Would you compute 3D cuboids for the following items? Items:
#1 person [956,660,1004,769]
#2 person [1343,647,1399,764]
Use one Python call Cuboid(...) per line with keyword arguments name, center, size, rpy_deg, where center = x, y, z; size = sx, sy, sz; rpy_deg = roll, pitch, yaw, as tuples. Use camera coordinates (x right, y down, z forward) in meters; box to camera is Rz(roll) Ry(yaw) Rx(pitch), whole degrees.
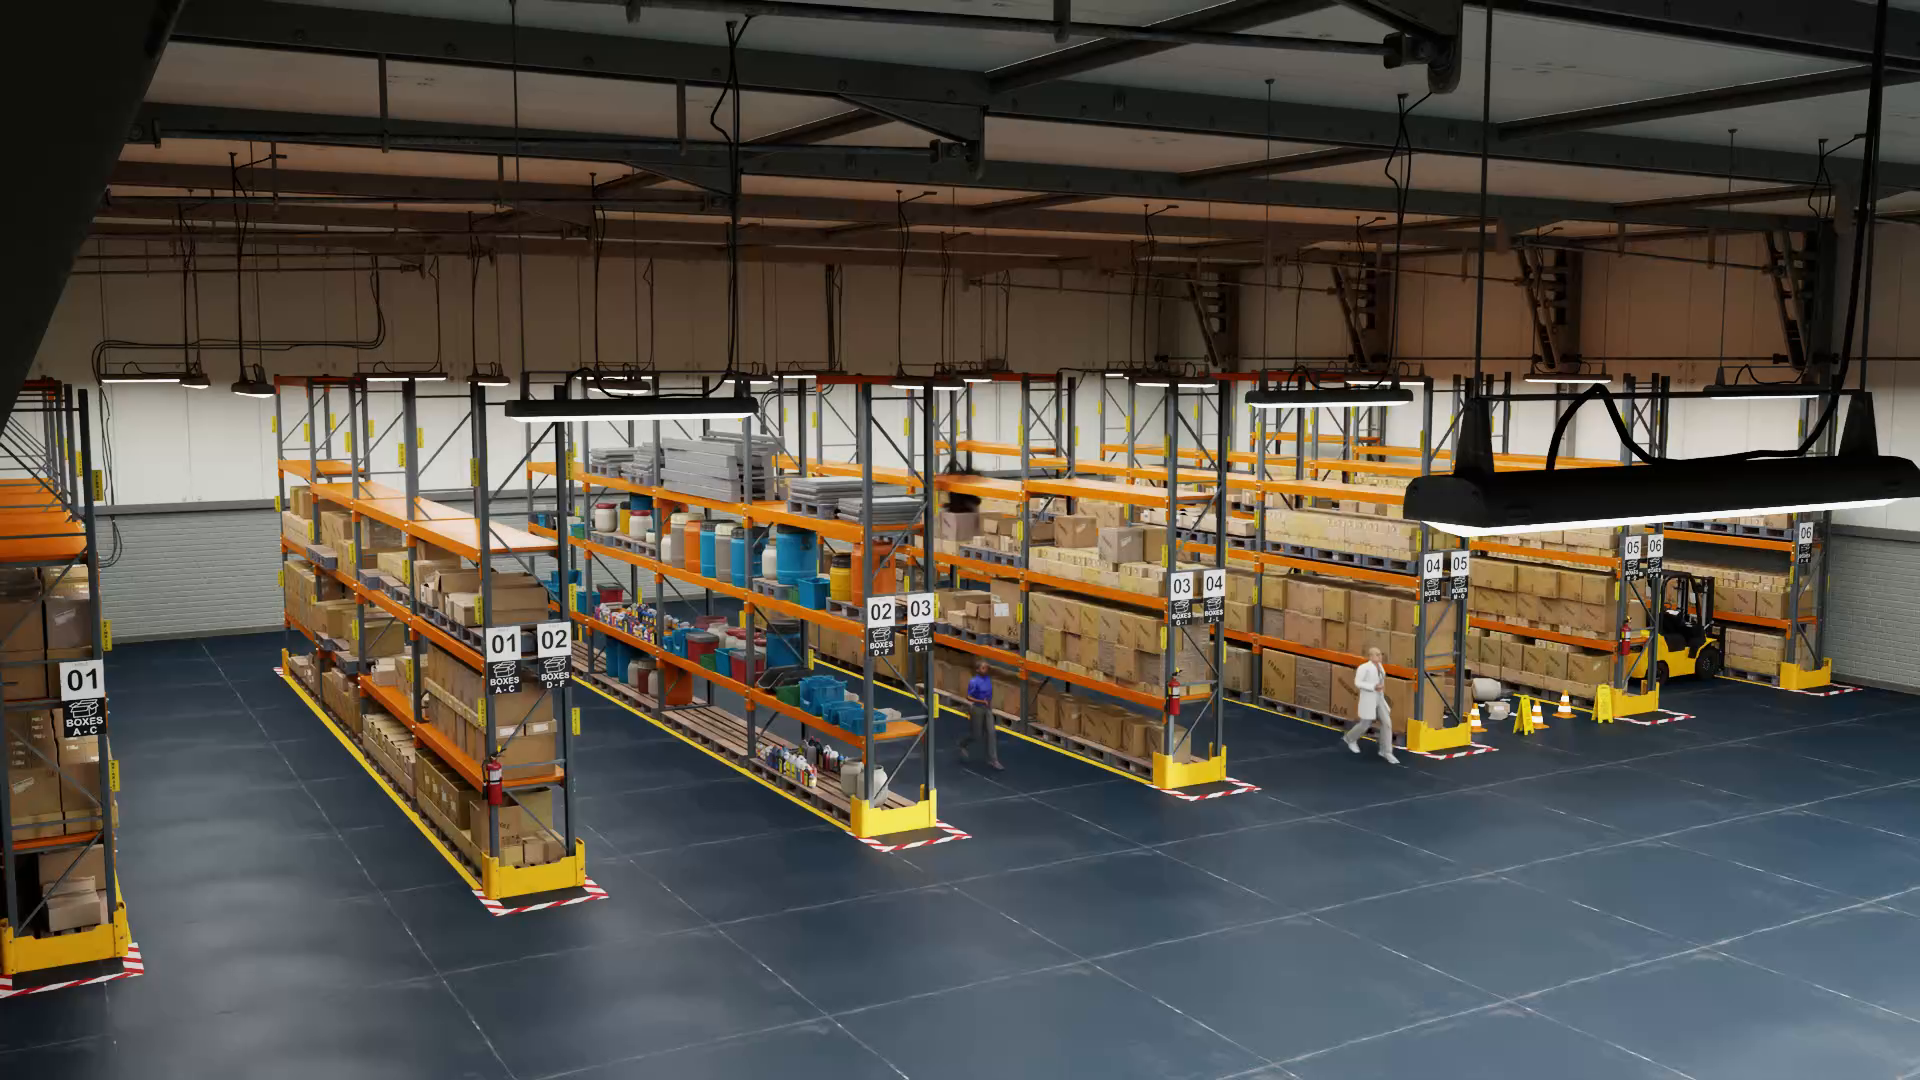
Cuboid(name="person", center=(0.309, 2.664, 25.818), size=(0.586, 1.605, 0.928), rpy_deg=(-6, 8, -42))
Cuboid(name="person", center=(6.487, 2.676, 26.303), size=(0.741, 1.601, 1.023), rpy_deg=(-4, 8, -34))
